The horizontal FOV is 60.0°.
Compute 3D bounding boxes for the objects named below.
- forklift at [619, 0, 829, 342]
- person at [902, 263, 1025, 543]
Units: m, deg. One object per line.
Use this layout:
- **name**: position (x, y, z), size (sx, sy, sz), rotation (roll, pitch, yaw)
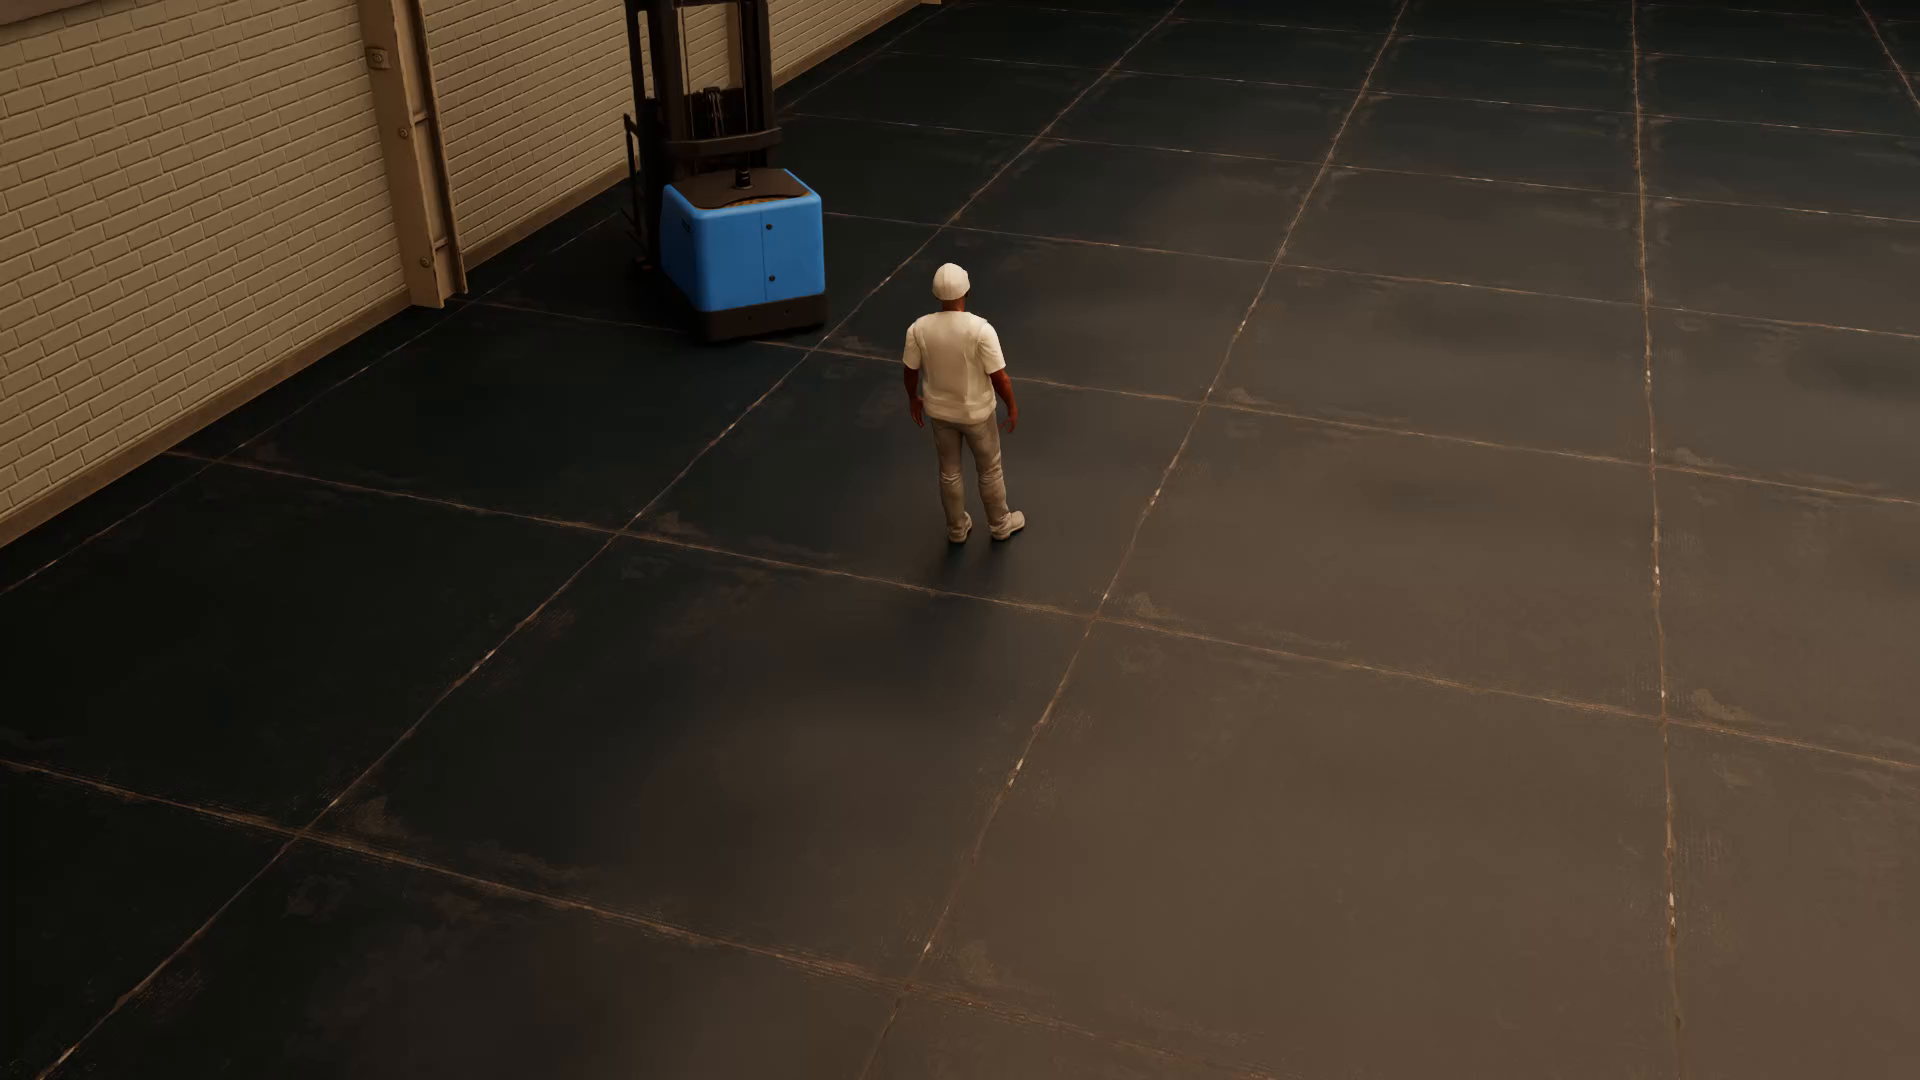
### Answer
- **forklift**: position (-2.108, -3.480, 13.241), size (1.130, 2.935, 3.031), rotation (-13, 32, -22)
- **person**: position (0.028, -0.805, 9.710), size (0.666, 1.765, 0.577), rotation (10, 31, 16)
